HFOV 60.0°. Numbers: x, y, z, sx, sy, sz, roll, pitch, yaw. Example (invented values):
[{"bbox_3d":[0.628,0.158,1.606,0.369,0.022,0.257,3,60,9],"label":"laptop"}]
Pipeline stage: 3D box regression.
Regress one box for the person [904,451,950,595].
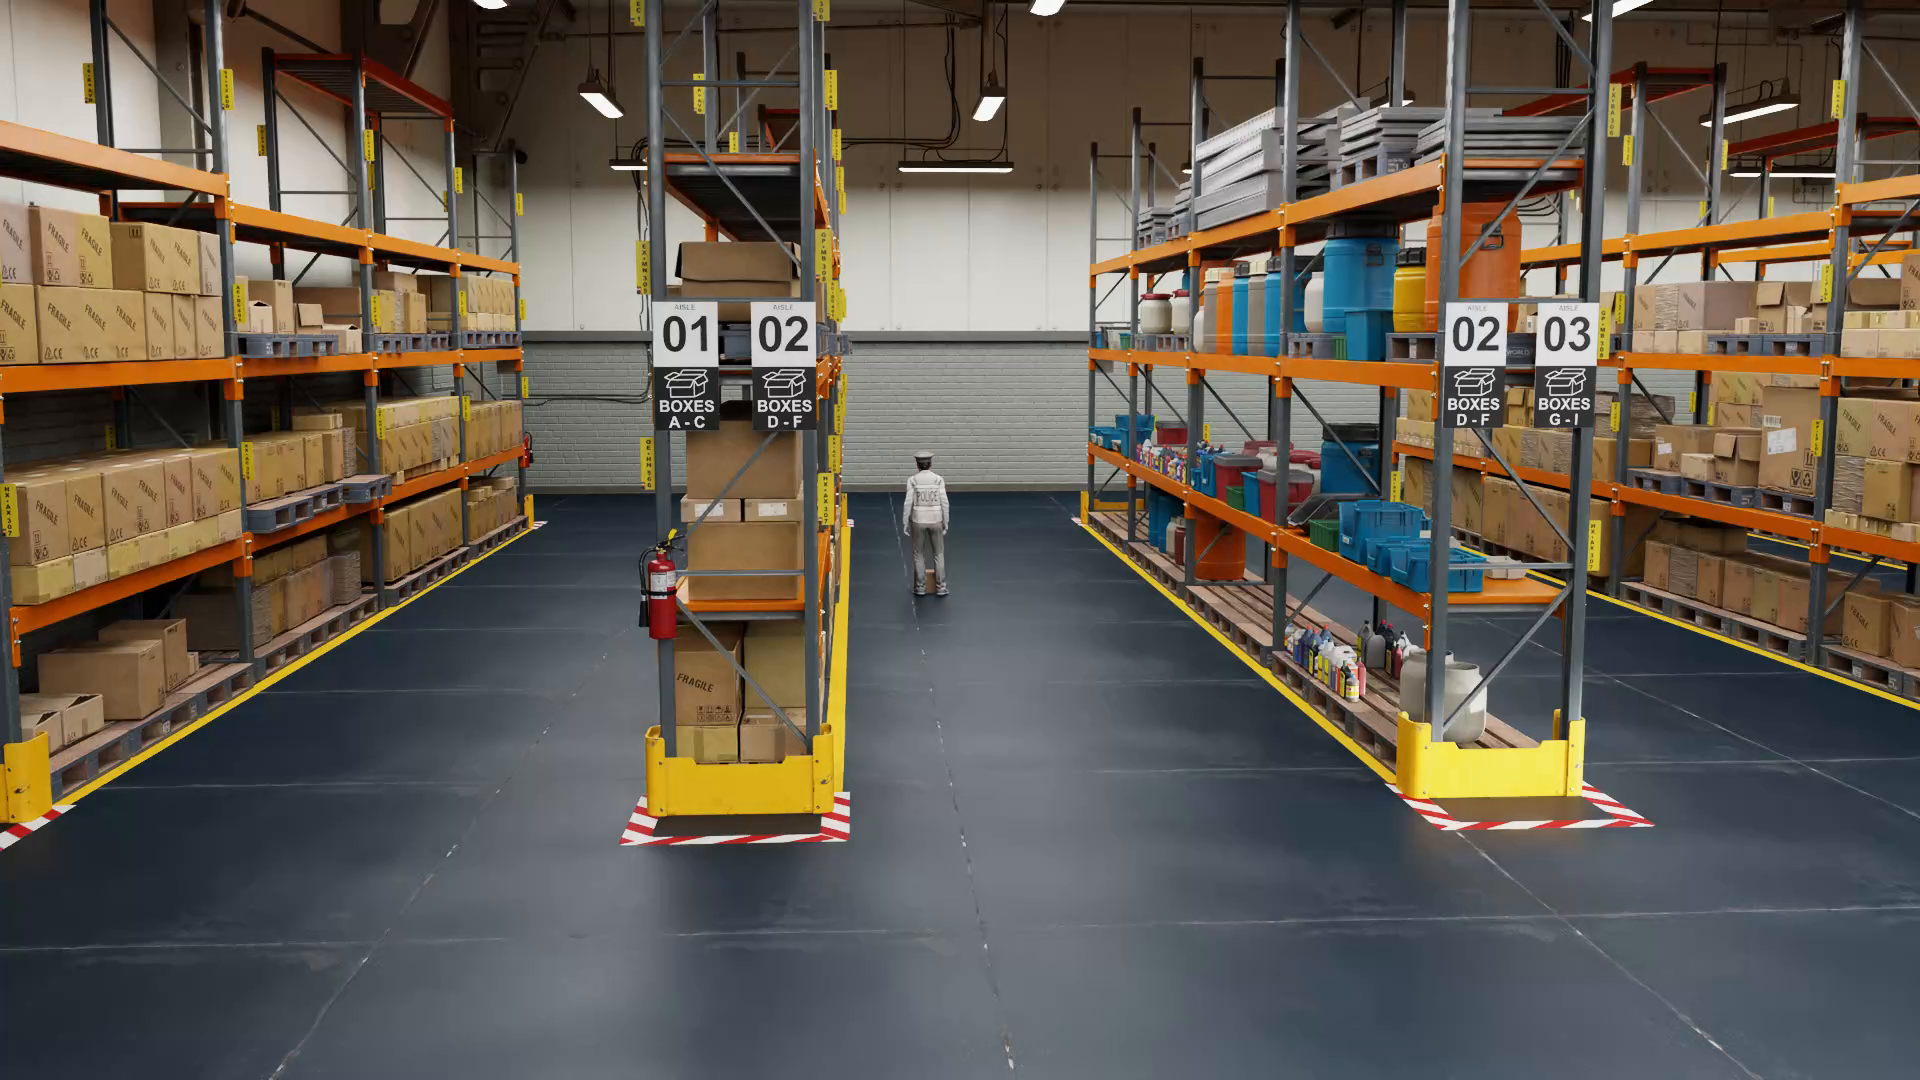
[{"bbox_3d":[-0.379,-0.186,19.255,0.530,1.664,0.404,0,7,-3],"label":"person"}]
